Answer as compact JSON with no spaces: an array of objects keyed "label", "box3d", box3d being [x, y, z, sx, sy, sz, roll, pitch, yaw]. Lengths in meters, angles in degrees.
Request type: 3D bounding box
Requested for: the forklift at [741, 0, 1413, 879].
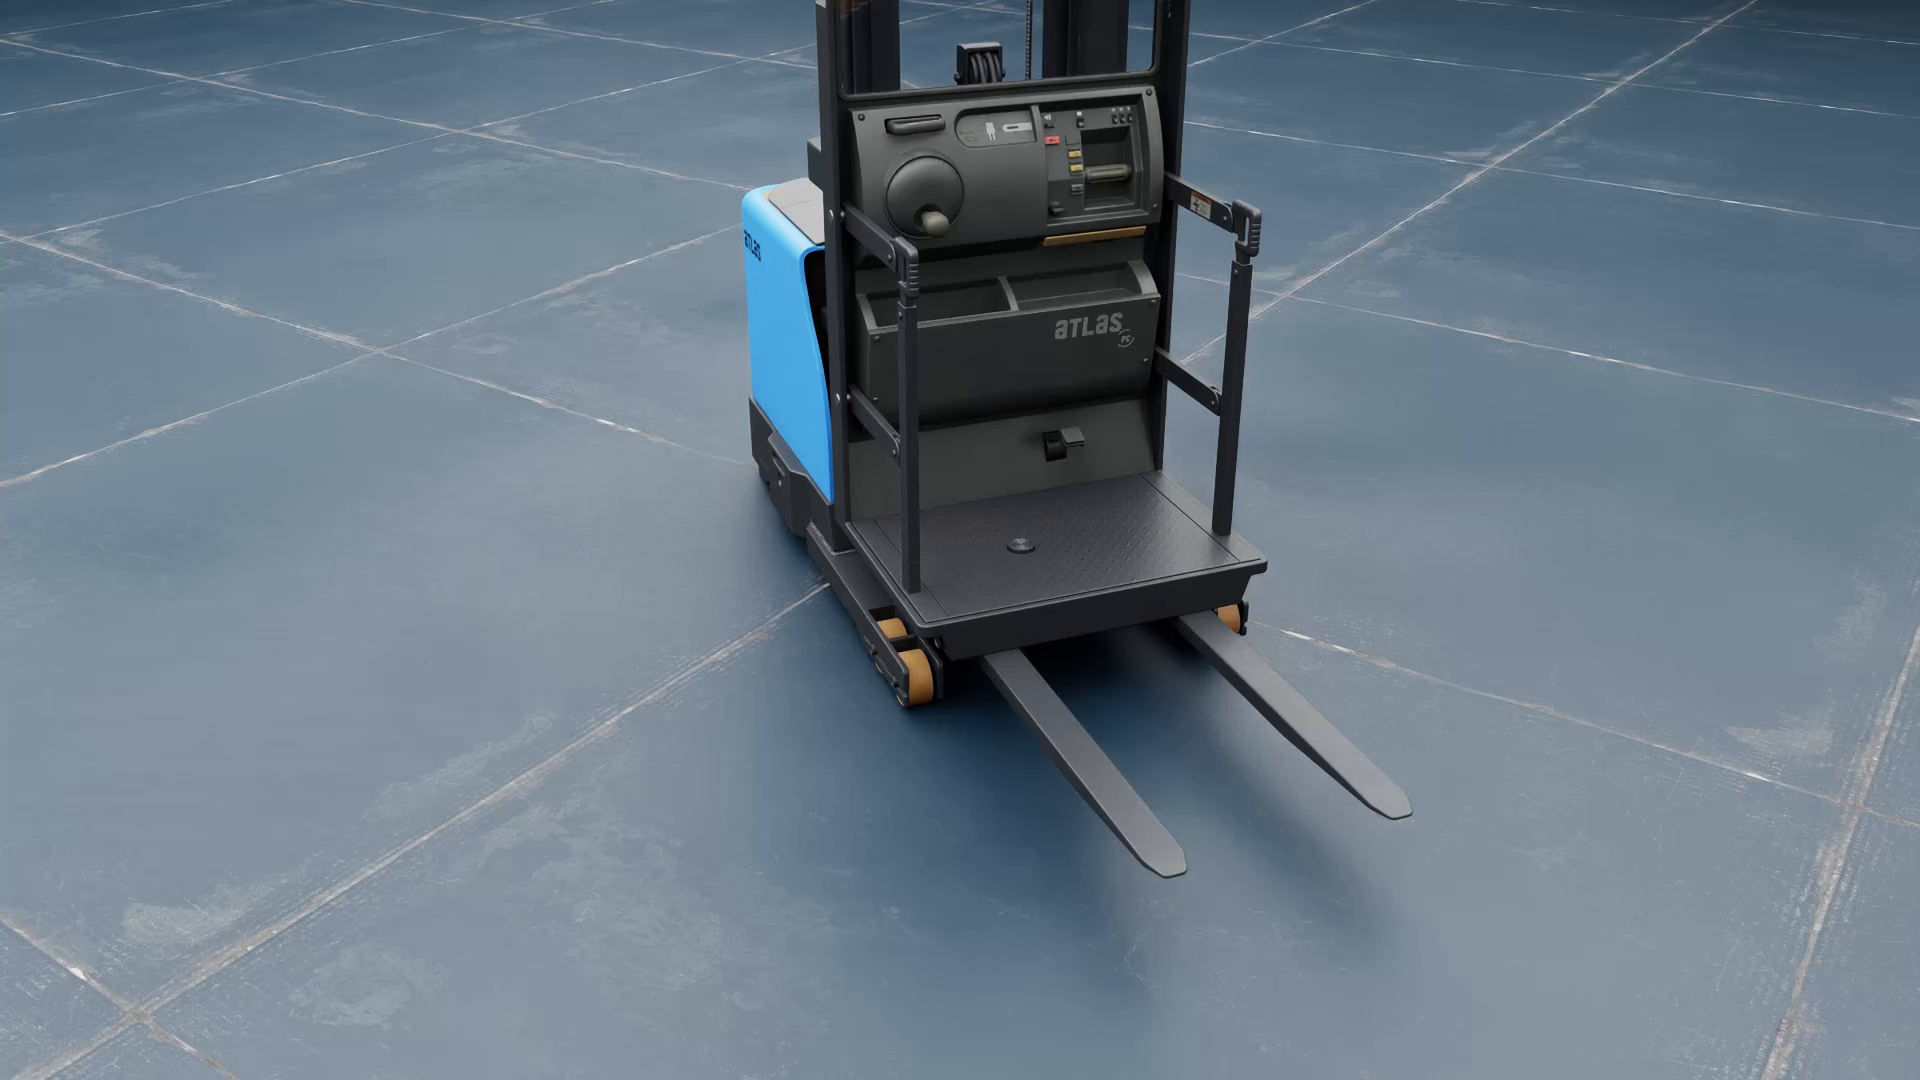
[{"label":"forklift","box3d":[0.227,-1.040,4.561,1.130,2.935,3.031,-10,29,-19]}]
